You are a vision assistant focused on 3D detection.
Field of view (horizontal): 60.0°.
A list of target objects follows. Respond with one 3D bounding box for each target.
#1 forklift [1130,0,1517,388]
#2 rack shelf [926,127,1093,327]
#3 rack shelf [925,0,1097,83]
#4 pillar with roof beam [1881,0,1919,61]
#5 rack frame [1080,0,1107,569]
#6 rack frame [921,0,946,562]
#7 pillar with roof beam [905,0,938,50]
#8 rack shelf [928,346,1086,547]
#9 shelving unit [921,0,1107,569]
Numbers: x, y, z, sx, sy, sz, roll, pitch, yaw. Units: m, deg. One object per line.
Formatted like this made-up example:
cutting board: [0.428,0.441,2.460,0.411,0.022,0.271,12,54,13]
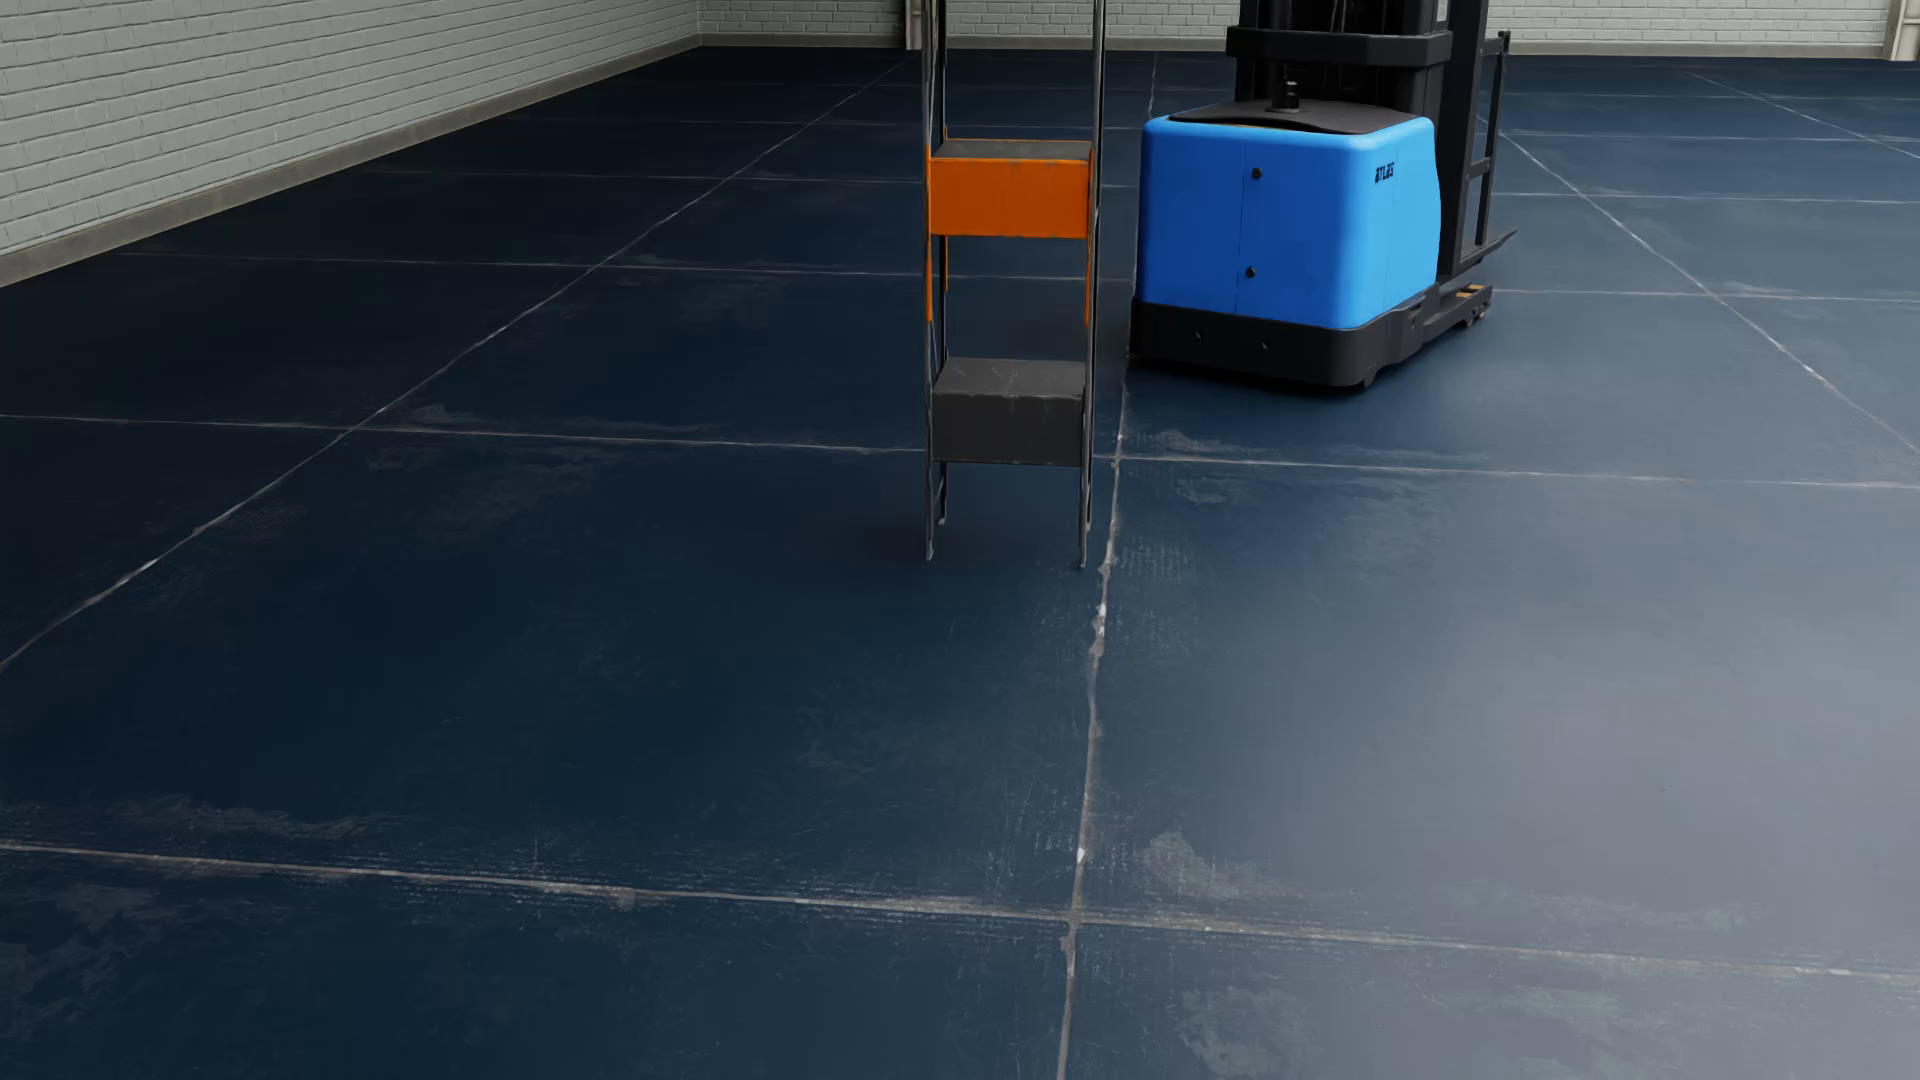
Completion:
forklift: [1.974,-2.483,7.734,1.130,2.935,3.031,13,25,30]
rack shelf: [0.164,-0.957,5.041,0.480,0.518,0.431,2,22,6]
rack shelf: [0.164,-1.608,4.783,0.480,0.518,0.431,2,22,6]
pillar with roof beam: [10.927,-8.440,14.550,0.400,9.000,9.100,2,22,6]
rack frame: [0.407,-0.959,5.009,0.015,2.100,0.400,2,22,6]
rack frame: [-0.078,-0.980,5.062,0.015,2.100,0.400,2,22,6]
pillar with roof beam: [-0.990,-8.960,15.863,0.400,9.000,9.100,2,22,6]
rack shelf: [0.164,-0.306,5.298,0.480,0.518,0.431,2,22,6]
shelving unit: [0.164,-0.969,5.036,0.503,2.100,0.431,2,22,6]
